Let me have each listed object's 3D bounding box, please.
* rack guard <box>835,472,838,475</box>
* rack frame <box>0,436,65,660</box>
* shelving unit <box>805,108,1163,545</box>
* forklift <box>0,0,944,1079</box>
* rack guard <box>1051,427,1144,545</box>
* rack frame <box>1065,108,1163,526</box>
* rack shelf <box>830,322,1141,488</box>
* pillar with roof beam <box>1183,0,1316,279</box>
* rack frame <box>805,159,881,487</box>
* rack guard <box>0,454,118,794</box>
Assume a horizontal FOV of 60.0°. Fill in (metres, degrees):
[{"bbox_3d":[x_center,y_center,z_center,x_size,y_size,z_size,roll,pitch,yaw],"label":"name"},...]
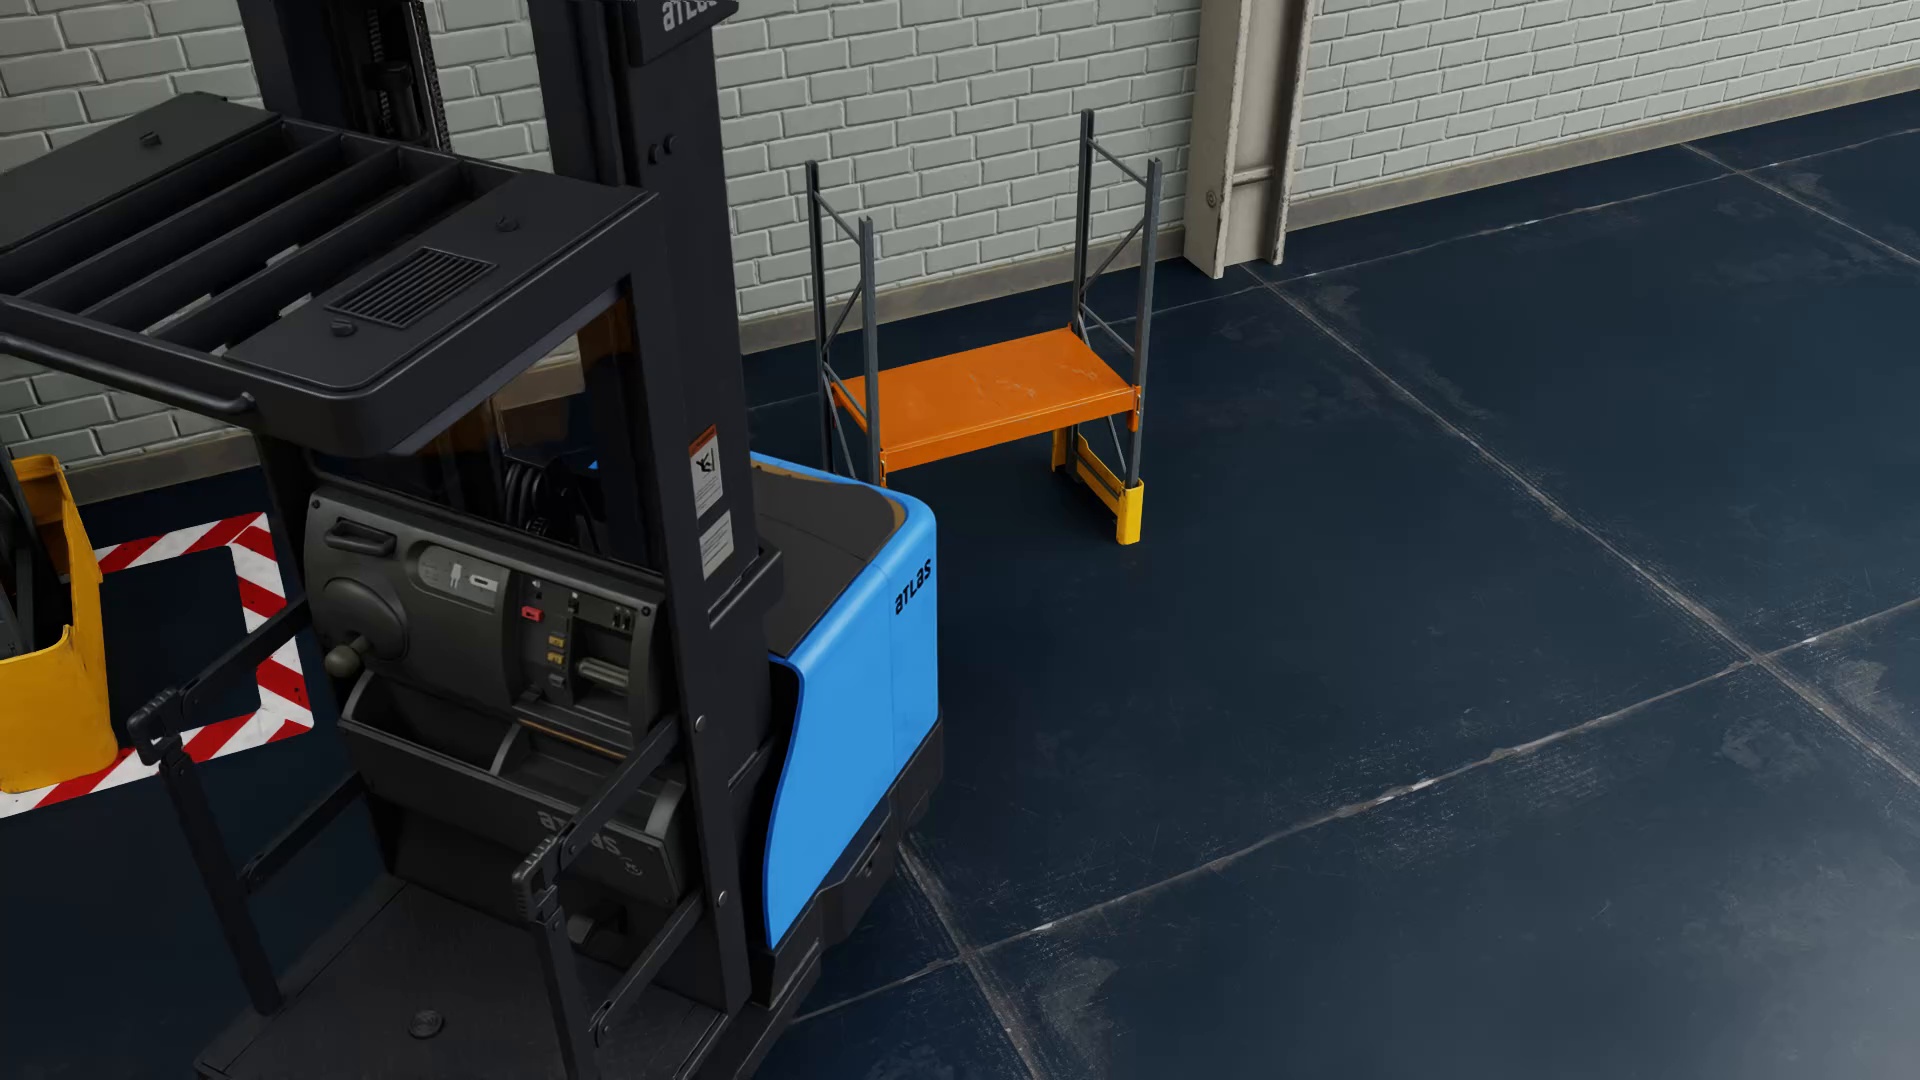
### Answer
[{"bbox_3d":[-0.382,0.006,6.032,0.087,0.250,0.587,-16,39,-20],"label":"rack guard"},{"bbox_3d":[-3.097,-0.752,4.746,0.127,3.000,1.000,-16,39,-20],"label":"rack frame"},{"bbox_3d":[0.069,-0.622,5.829,1.083,1.500,0.587,-16,39,-20],"label":"shelving unit"},{"bbox_3d":[-1.142,0.245,3.459,1.130,2.935,3.031,16,39,20],"label":"forklift"},{"bbox_3d":[0.520,-0.246,6.371,0.087,0.250,0.587,-16,39,-20],"label":"rack guard"},{"bbox_3d":[0.537,-0.753,6.006,0.032,1.500,0.500,-16,39,-20],"label":"rack frame"},{"bbox_3d":[0.077,-0.480,5.939,1.000,0.185,0.538,-16,39,-20],"label":"rack shelf"},{"bbox_3d":[3.150,-2.669,2.294,0.400,9.000,9.100,-16,39,-20],"label":"pillar with roof beam"},{"bbox_3d":[-0.383,-0.495,5.659,0.032,1.500,0.500,-16,39,-20],"label":"rack frame"},{"bbox_3d":[-3.075,0.246,5.499,0.348,0.500,1.175,-16,39,-20],"label":"rack guard"}]
